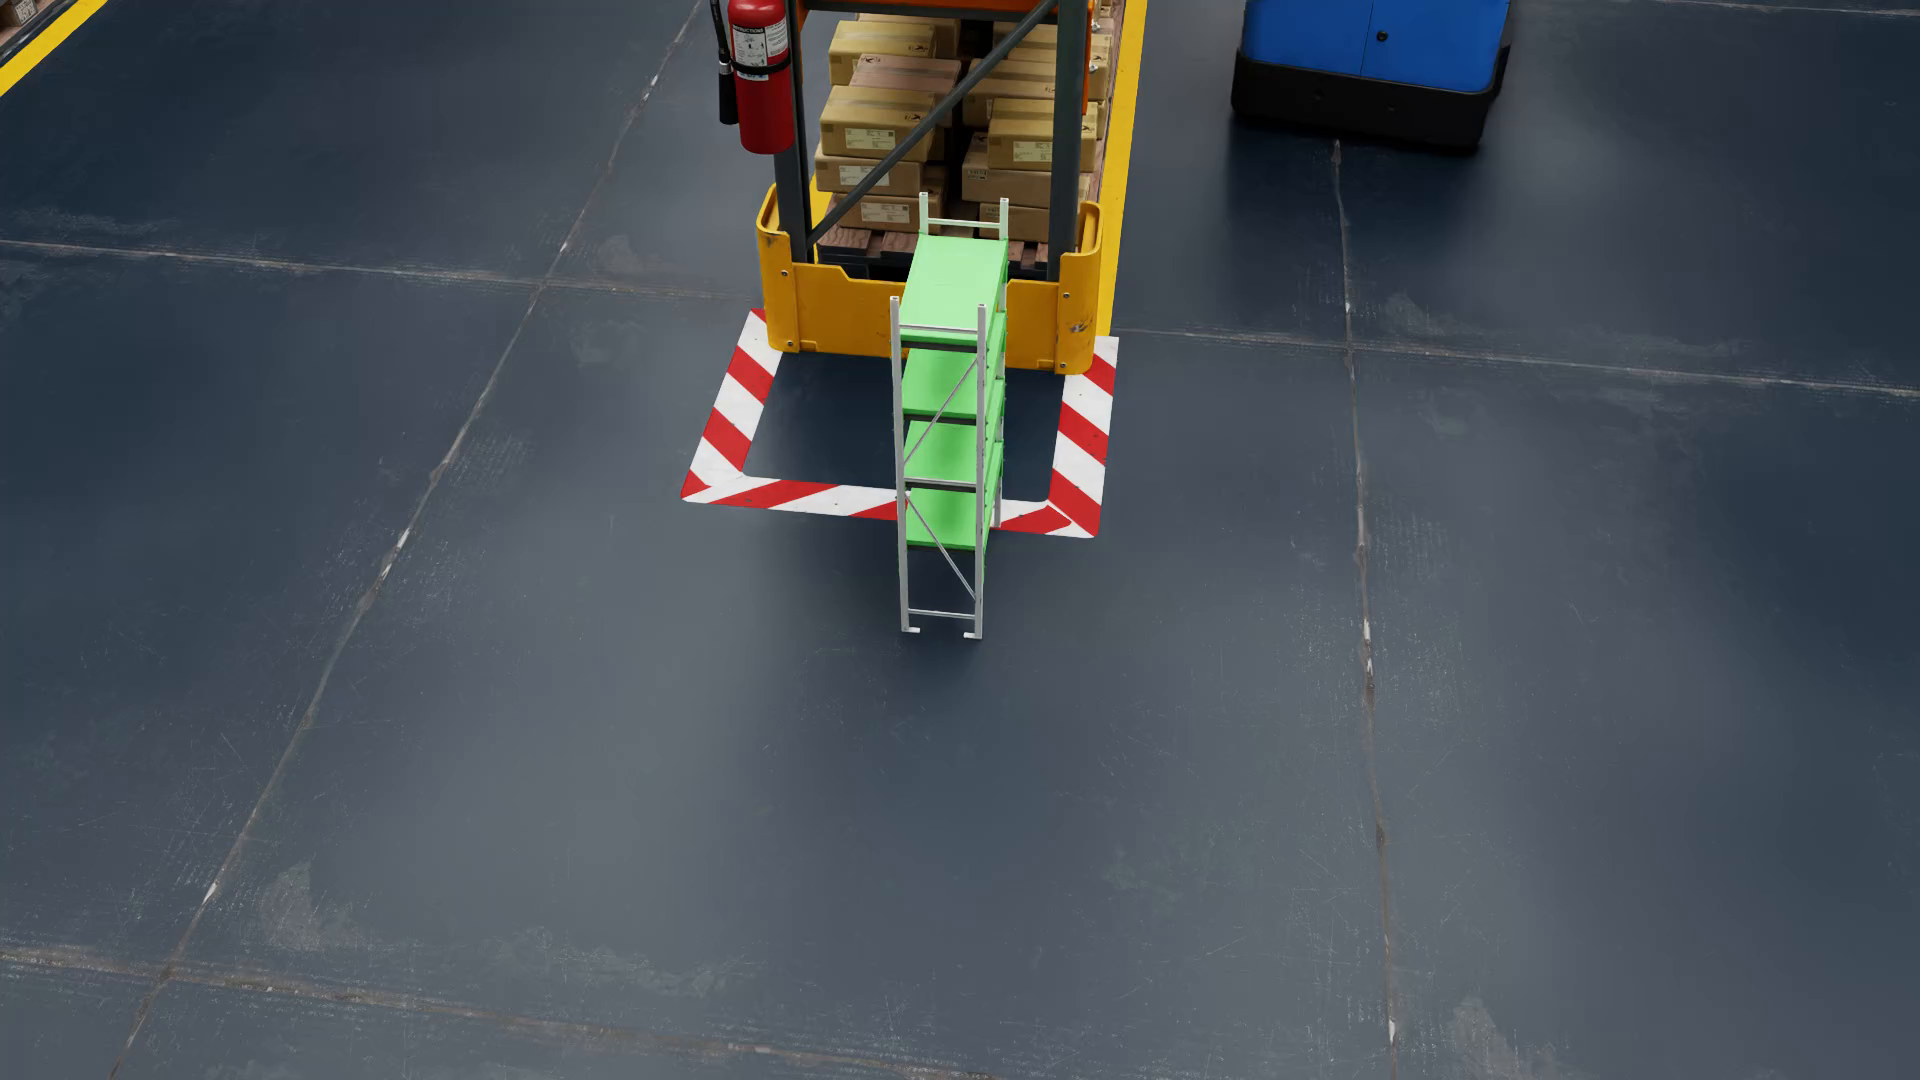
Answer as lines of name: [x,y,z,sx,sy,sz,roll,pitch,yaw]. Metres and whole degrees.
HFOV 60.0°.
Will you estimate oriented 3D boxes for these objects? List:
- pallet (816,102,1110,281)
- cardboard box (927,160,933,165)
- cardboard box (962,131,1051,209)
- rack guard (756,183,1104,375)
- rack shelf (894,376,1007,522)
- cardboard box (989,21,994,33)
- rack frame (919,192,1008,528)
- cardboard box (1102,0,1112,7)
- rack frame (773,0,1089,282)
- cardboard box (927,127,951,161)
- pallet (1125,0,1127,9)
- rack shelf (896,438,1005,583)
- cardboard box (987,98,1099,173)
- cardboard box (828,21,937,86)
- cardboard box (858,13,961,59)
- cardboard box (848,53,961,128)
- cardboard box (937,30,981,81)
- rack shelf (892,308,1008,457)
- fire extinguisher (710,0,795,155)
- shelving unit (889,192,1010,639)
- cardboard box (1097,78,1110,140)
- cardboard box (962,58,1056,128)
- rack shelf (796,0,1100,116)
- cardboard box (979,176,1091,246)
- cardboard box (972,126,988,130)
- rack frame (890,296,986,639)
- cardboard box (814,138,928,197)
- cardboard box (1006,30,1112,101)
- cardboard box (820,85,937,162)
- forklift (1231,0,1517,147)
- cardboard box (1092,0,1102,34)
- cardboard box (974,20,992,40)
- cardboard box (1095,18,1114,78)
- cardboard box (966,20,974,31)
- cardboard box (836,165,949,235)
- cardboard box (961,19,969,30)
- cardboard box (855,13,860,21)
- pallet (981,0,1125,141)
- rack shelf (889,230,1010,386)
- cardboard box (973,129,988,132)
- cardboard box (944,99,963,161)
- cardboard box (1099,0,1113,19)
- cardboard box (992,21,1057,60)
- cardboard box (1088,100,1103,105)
pallet: [0.043,-1.373,6.546,1.003,0.211,1.213,5,44,6]
cardboard box: [-0.313,-1.462,6.381,0.380,0.149,0.250,6,44,7]
cardboard box: [0.214,-1.342,6.037,0.380,0.149,0.250,7,44,7]
rack guard: [-0.099,-0.927,5.865,1.175,0.500,0.348,5,44,6]
rack shelf: [-0.022,-0.276,4.762,0.258,0.148,0.480,5,44,6]
cardboard box: [0.328,-2.241,6.987,0.380,0.149,0.250,7,44,8]
rack frame: [0.010,-0.489,4.894,0.240,1.200,0.015,5,44,6]
cardboard box: [0.451,-2.341,6.876,0.380,0.149,0.250,6,44,6]
rack frame: [-0.109,-1.783,4.951,1.000,3.000,0.127,5,44,6]
cardboard box: [-0.235,-1.567,6.275,0.380,0.149,0.250,4,44,5]
pallet: [0.366,-3.036,8.302,1.003,0.211,1.213,5,44,6]
rack shelf: [-0.022,-0.102,4.927,0.258,0.148,0.480,5,44,6]
cardboard box: [0.297,-1.442,5.927,0.380,0.149,0.250,3,44,4]
cardboard box: [-0.292,-1.854,6.362,0.380,0.149,0.250,4,44,5]
cardboard box: [-0.195,-2.025,6.542,0.380,0.149,0.250,4,44,4]
cardboard box: [-0.201,-1.666,6.163,0.380,0.149,0.250,6,44,6]
cardboard box: [-0.118,-1.922,6.650,0.380,0.149,0.250,5,44,5]
rack shelf: [-0.022,-0.451,4.597,0.258,0.148,0.480,5,44,6]
fire extinguisher: [-0.600,-1.490,4.969,0.296,0.674,0.183,5,44,6]
shelving unit: [-0.022,-0.323,4.718,0.258,1.200,0.503,5,44,6]
cardboard box: [0.399,-1.748,6.683,0.380,0.149,0.250,6,44,6]
cardboard box: [0.214,-1.641,6.137,0.380,0.149,0.250,6,44,6]
rack shelf: [0.155,-2.885,6.638,1.077,0.370,4.000,5,44,6]
cardboard box: [0.277,-1.228,6.134,0.380,0.149,0.250,6,44,6]
cardboard box: [0.251,-1.698,6.414,0.380,0.149,0.250,6,44,6]
rack frame: [-0.054,-0.156,4.543,0.240,1.200,0.015,5,44,6]
cardboard box: [-0.323,-1.394,6.092,0.380,0.149,0.250,4,44,4]
cardboard box: [0.374,-1.801,6.306,0.380,0.149,0.250,5,44,5]
cardboard box: [-0.291,-1.500,5.988,0.380,0.149,0.250,6,44,6]
forklift: [2.106,-3.715,7.042,1.130,2.935,3.031,13,45,13]
cardboard box: [0.371,-2.166,6.691,0.380,0.149,0.250,7,44,7]
cardboard box: [-0.038,-2.333,7.301,0.380,0.149,0.250,6,44,7]
cardboard box: [0.457,-2.093,7.046,0.380,0.149,0.250,3,44,3]
cardboard box: [-0.145,-2.168,7.126,0.380,0.149,0.250,6,44,6]
cardboard box: [-0.247,-1.278,6.186,0.380,0.149,0.250,6,44,6]
cardboard box: [-0.148,-2.275,7.023,0.380,0.149,0.250,7,44,8]
cardboard box: [-0.215,-2.213,6.741,0.380,0.149,0.250,7,44,7]
pallet: [0.207,-2.202,7.422,1.003,0.211,1.213,5,44,6]
rack shelf: [-0.022,-0.625,4.432,0.258,0.148,0.480,5,44,6]
cardboard box: [0.257,-1.584,6.509,0.380,0.149,0.250,6,44,6]
cardboard box: [-0.193,-1.635,6.563,0.380,0.149,0.250,5,44,5]
cardboard box: [0.468,-2.284,7.248,0.380,0.149,0.250,5,44,6]
cardboard box: [0.325,-1.978,6.493,0.380,0.149,0.250,3,44,3]
cardboard box: [0.393,-1.863,6.588,0.380,0.149,0.250,7,44,7]
